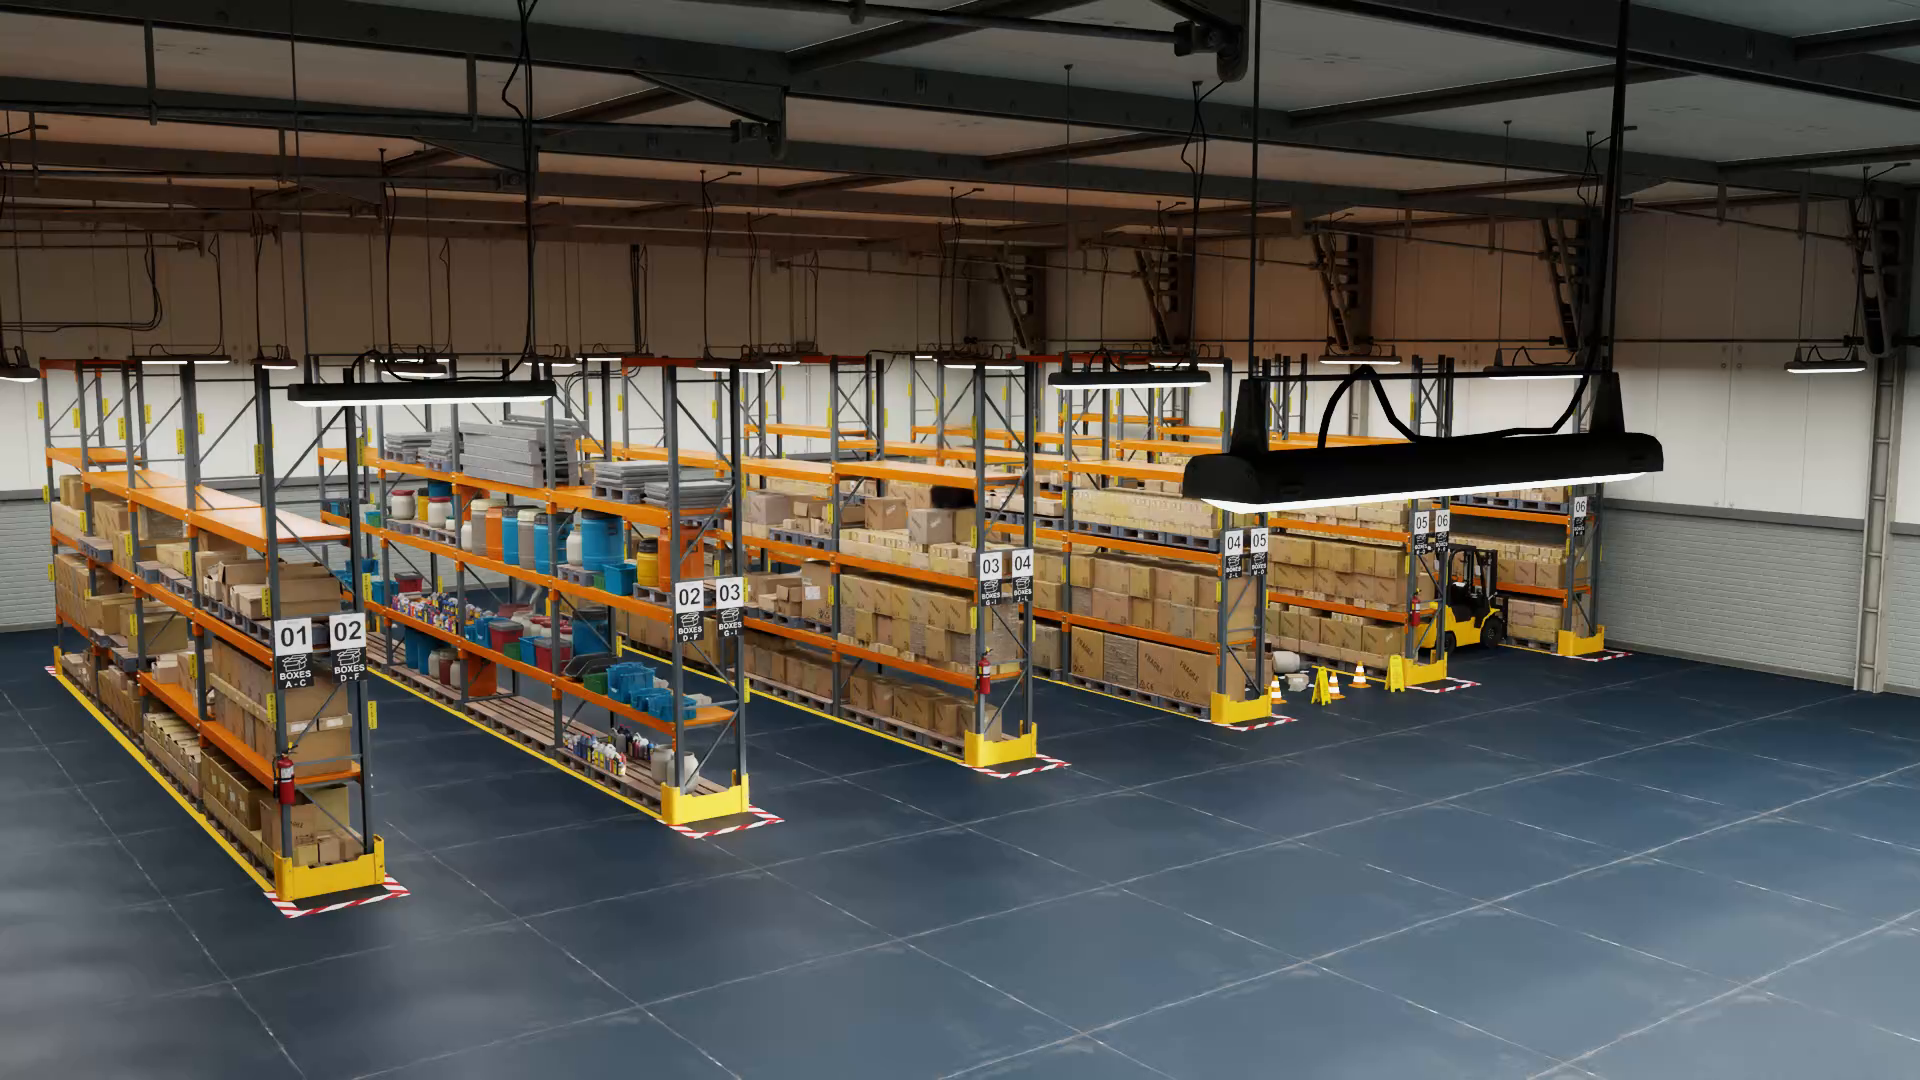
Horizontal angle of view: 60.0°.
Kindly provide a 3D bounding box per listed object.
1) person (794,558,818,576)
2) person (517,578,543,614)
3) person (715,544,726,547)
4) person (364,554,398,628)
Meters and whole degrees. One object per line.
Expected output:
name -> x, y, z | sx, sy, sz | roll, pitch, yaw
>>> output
person -> -3.203, 1.213, 35.470 | 0.647, 1.742, 0.923 | -5, 8, -34
person -> -10.053, 0.911, 38.379 | 0.796, 1.639, 0.522 | -4, 8, -29
person -> -5.951, 0.634, 40.778 | 0.662, 1.613, 0.509 | 5, 8, 35
person -> -12.838, 1.135, 36.488 | 0.861, 1.667, 0.641 | -1, 7, -12
